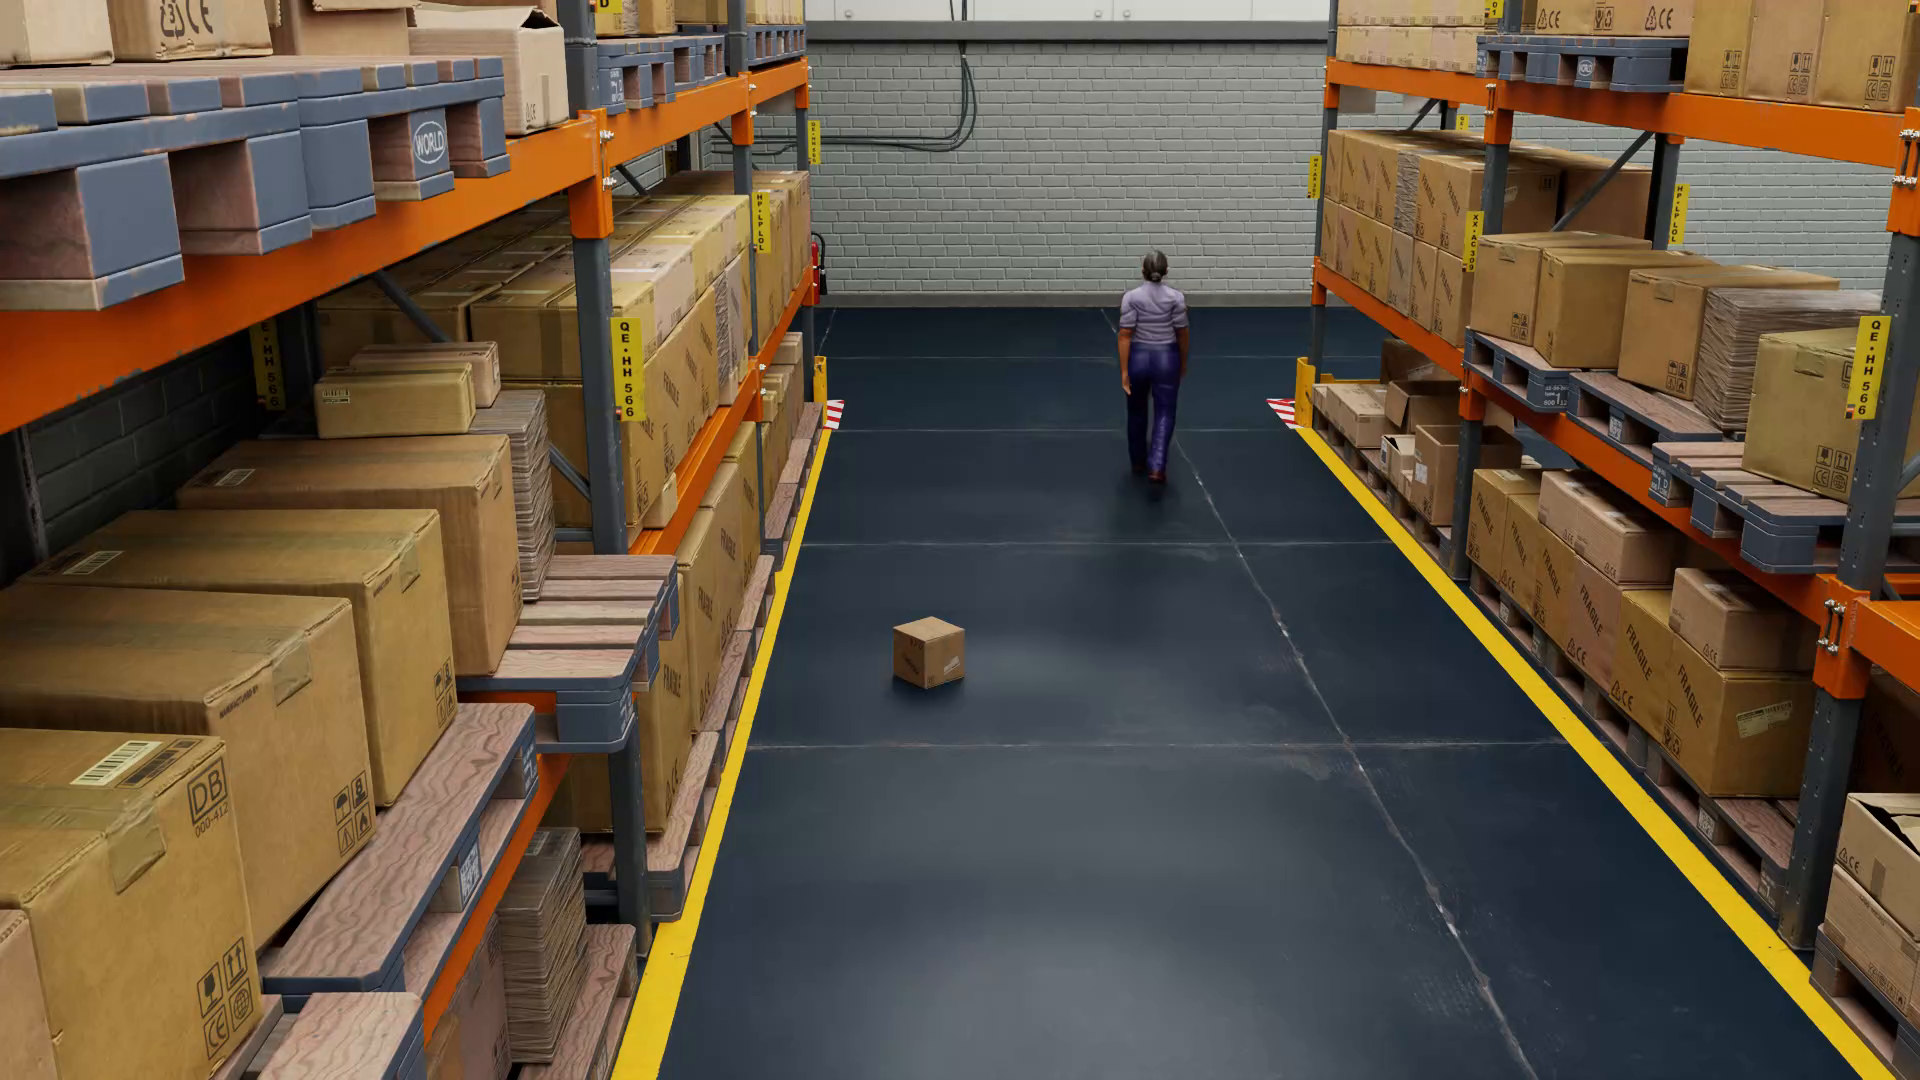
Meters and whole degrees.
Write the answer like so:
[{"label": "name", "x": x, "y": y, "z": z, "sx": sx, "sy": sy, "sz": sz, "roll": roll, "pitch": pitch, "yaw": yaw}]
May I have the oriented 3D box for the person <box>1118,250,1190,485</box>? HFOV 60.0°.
[{"label": "person", "x": 1.327, "y": -1.185, "z": 11.405, "sx": 0.472, "sy": 1.583, "sz": 0.977, "roll": 4, "pitch": 18, "yaw": 12}]
